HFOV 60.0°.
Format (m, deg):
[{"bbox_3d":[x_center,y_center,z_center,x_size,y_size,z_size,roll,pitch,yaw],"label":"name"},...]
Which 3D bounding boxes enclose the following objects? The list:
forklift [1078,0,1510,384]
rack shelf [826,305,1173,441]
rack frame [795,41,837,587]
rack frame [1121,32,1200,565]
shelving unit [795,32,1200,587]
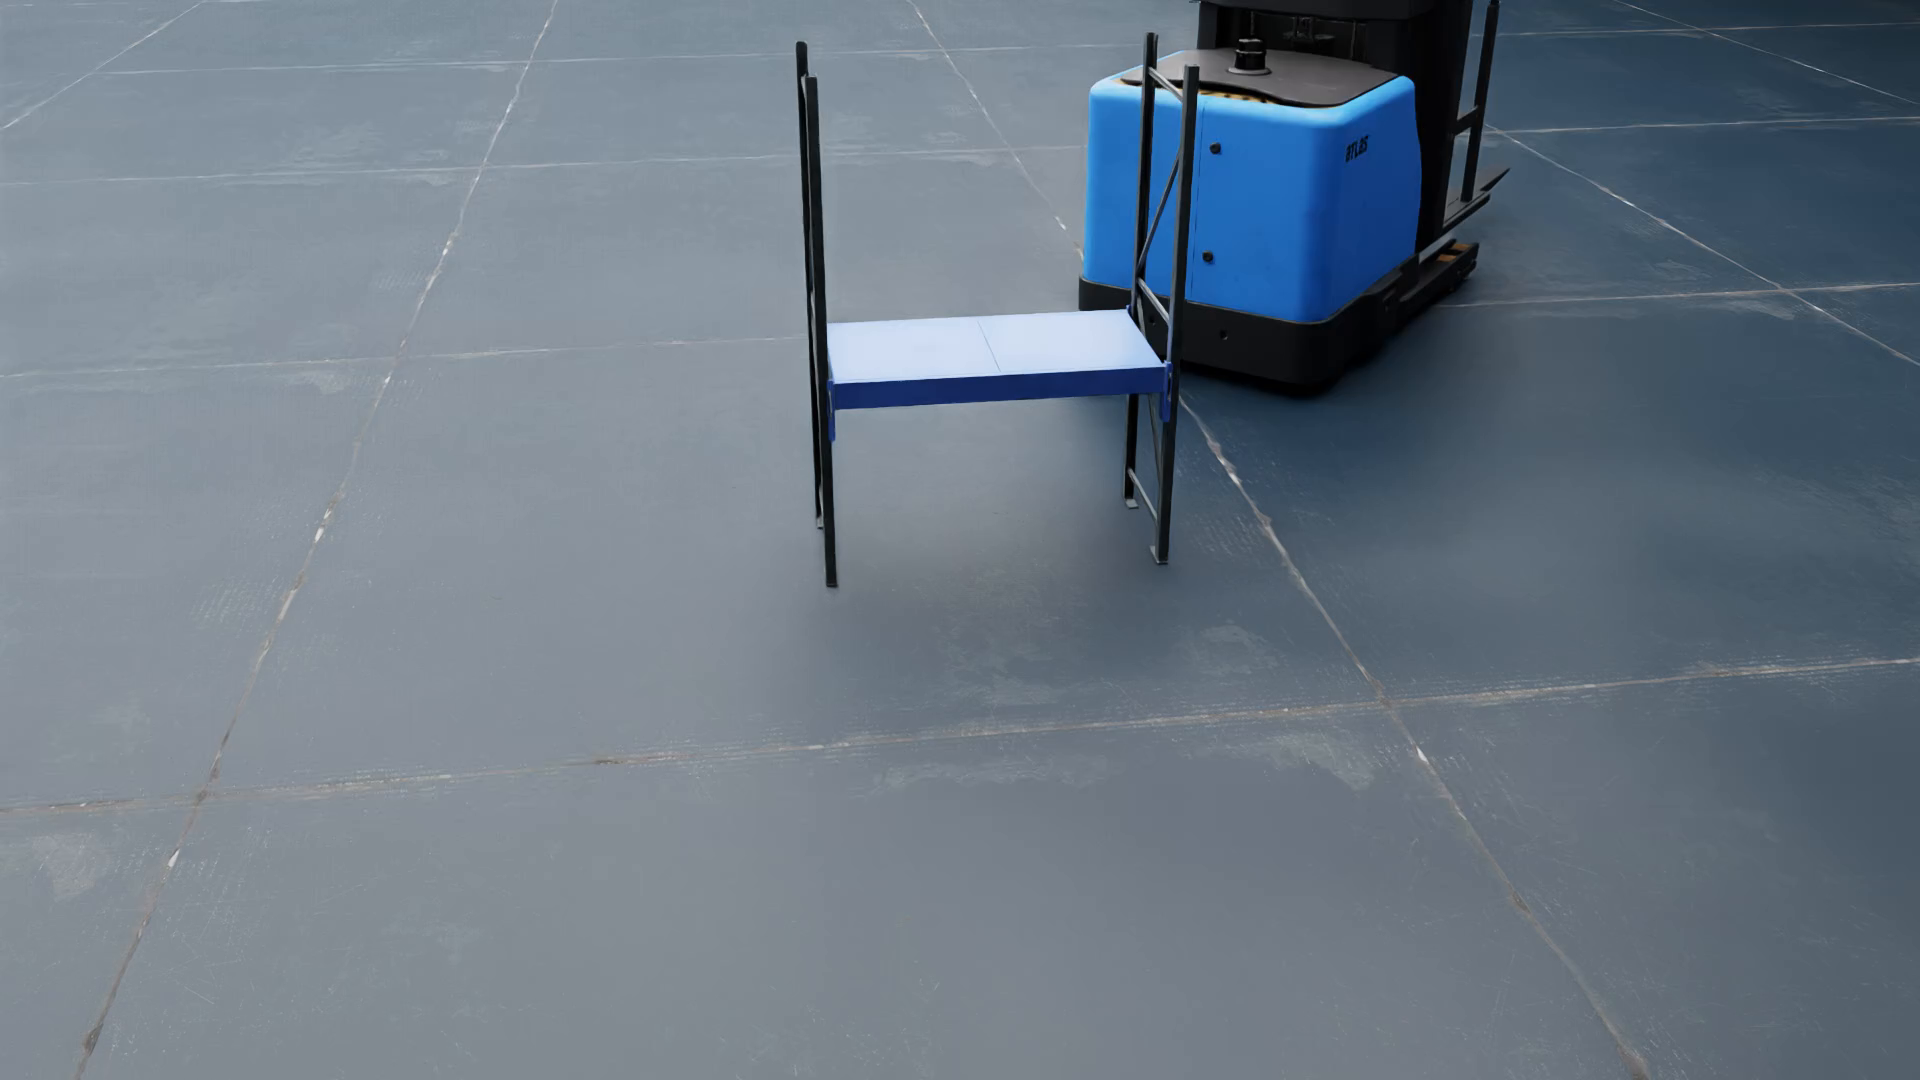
[{"bbox_3d":[1.696,-2.514,6.939,1.130,2.935,3.031,16,31,29],"label":"forklift"},{"bbox_3d":[0.084,-0.513,5.000,1.000,0.185,0.538,-4,27,-7],"label":"rack shelf"},{"bbox_3d":[-0.419,-0.640,4.855,0.032,1.500,0.500,-4,27,-7],"label":"rack frame"},{"bbox_3d":[0.588,-0.705,4.981,0.032,1.500,0.500,-4,27,-7],"label":"rack frame"},{"bbox_3d":[0.084,-0.673,4.918,1.048,1.500,0.538,-4,27,-7],"label":"shelving unit"}]
